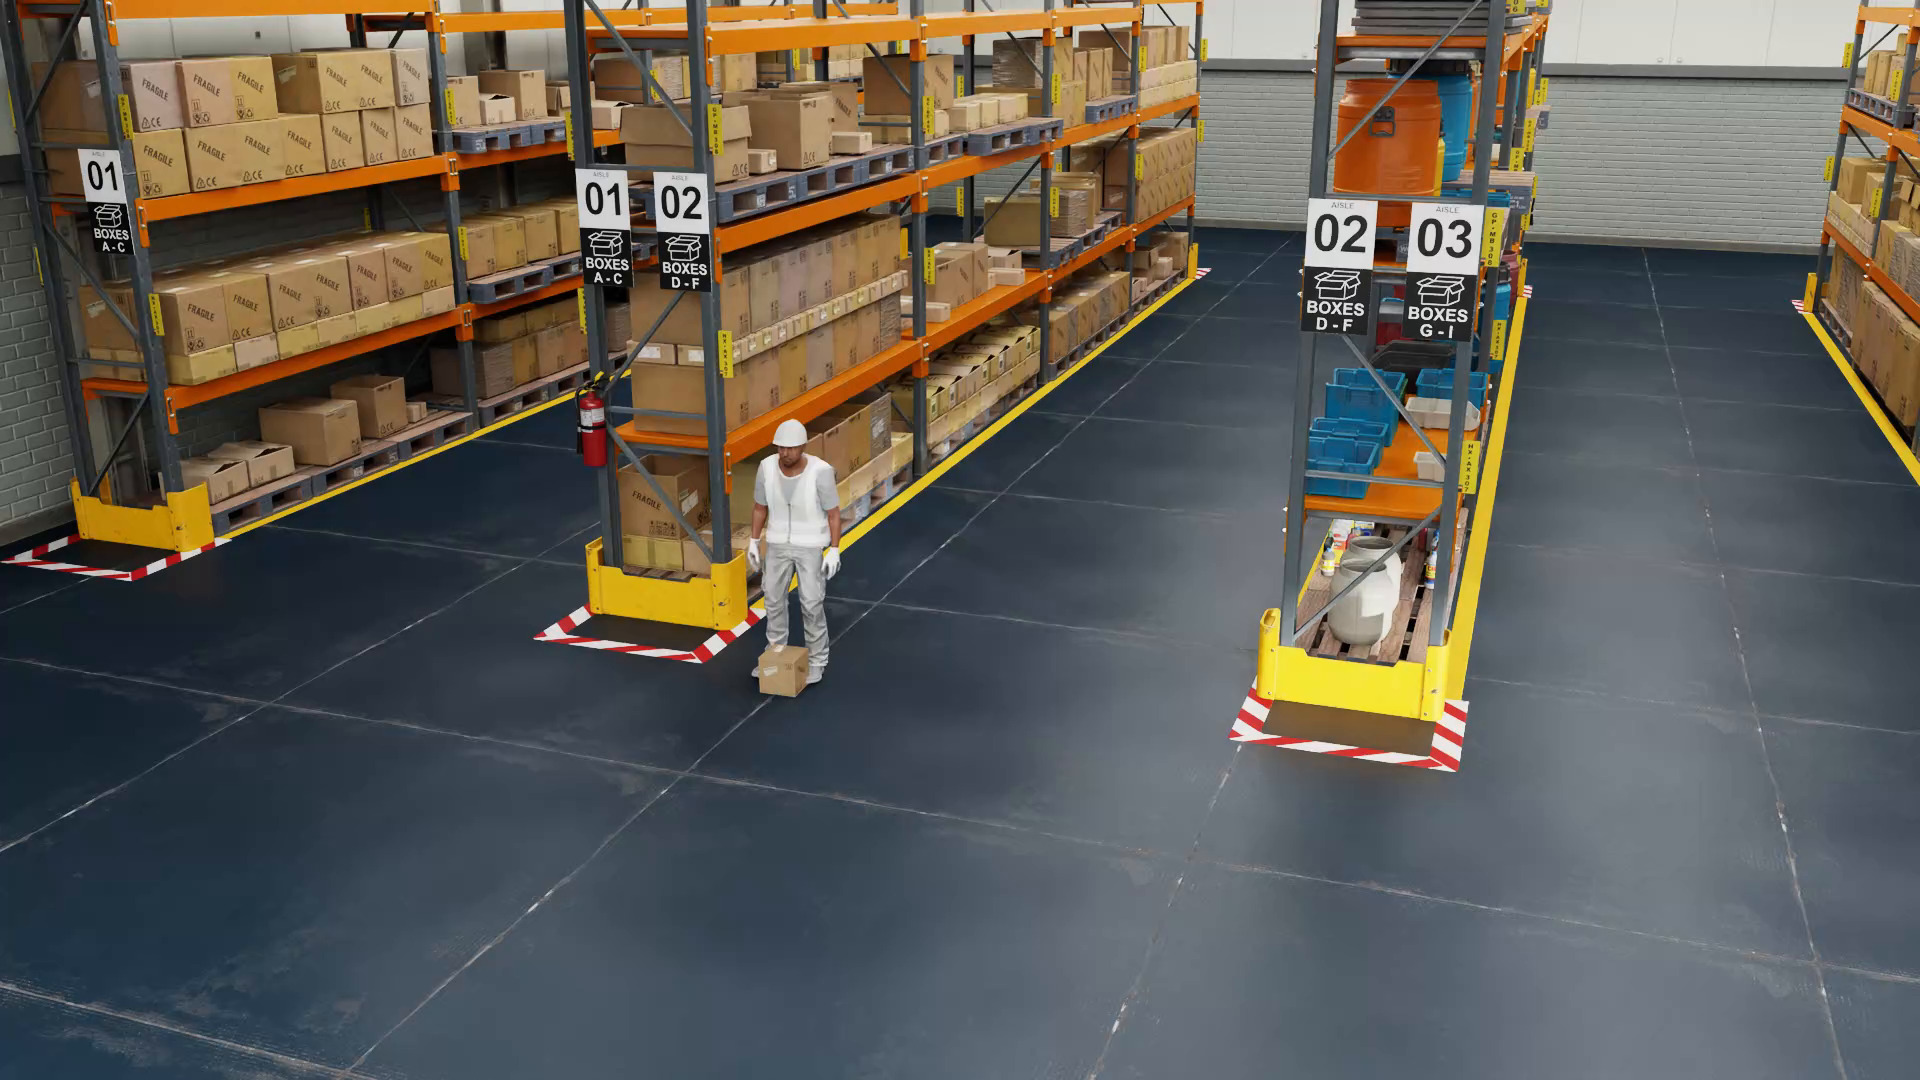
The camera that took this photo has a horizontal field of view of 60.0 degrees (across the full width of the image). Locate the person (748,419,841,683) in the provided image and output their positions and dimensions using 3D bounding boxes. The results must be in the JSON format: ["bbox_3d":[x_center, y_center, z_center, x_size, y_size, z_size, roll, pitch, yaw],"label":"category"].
[{"bbox_3d":[-1.075,0.063,10.853,0.632,1.775,0.444,5,19,16],"label":"person"}]
